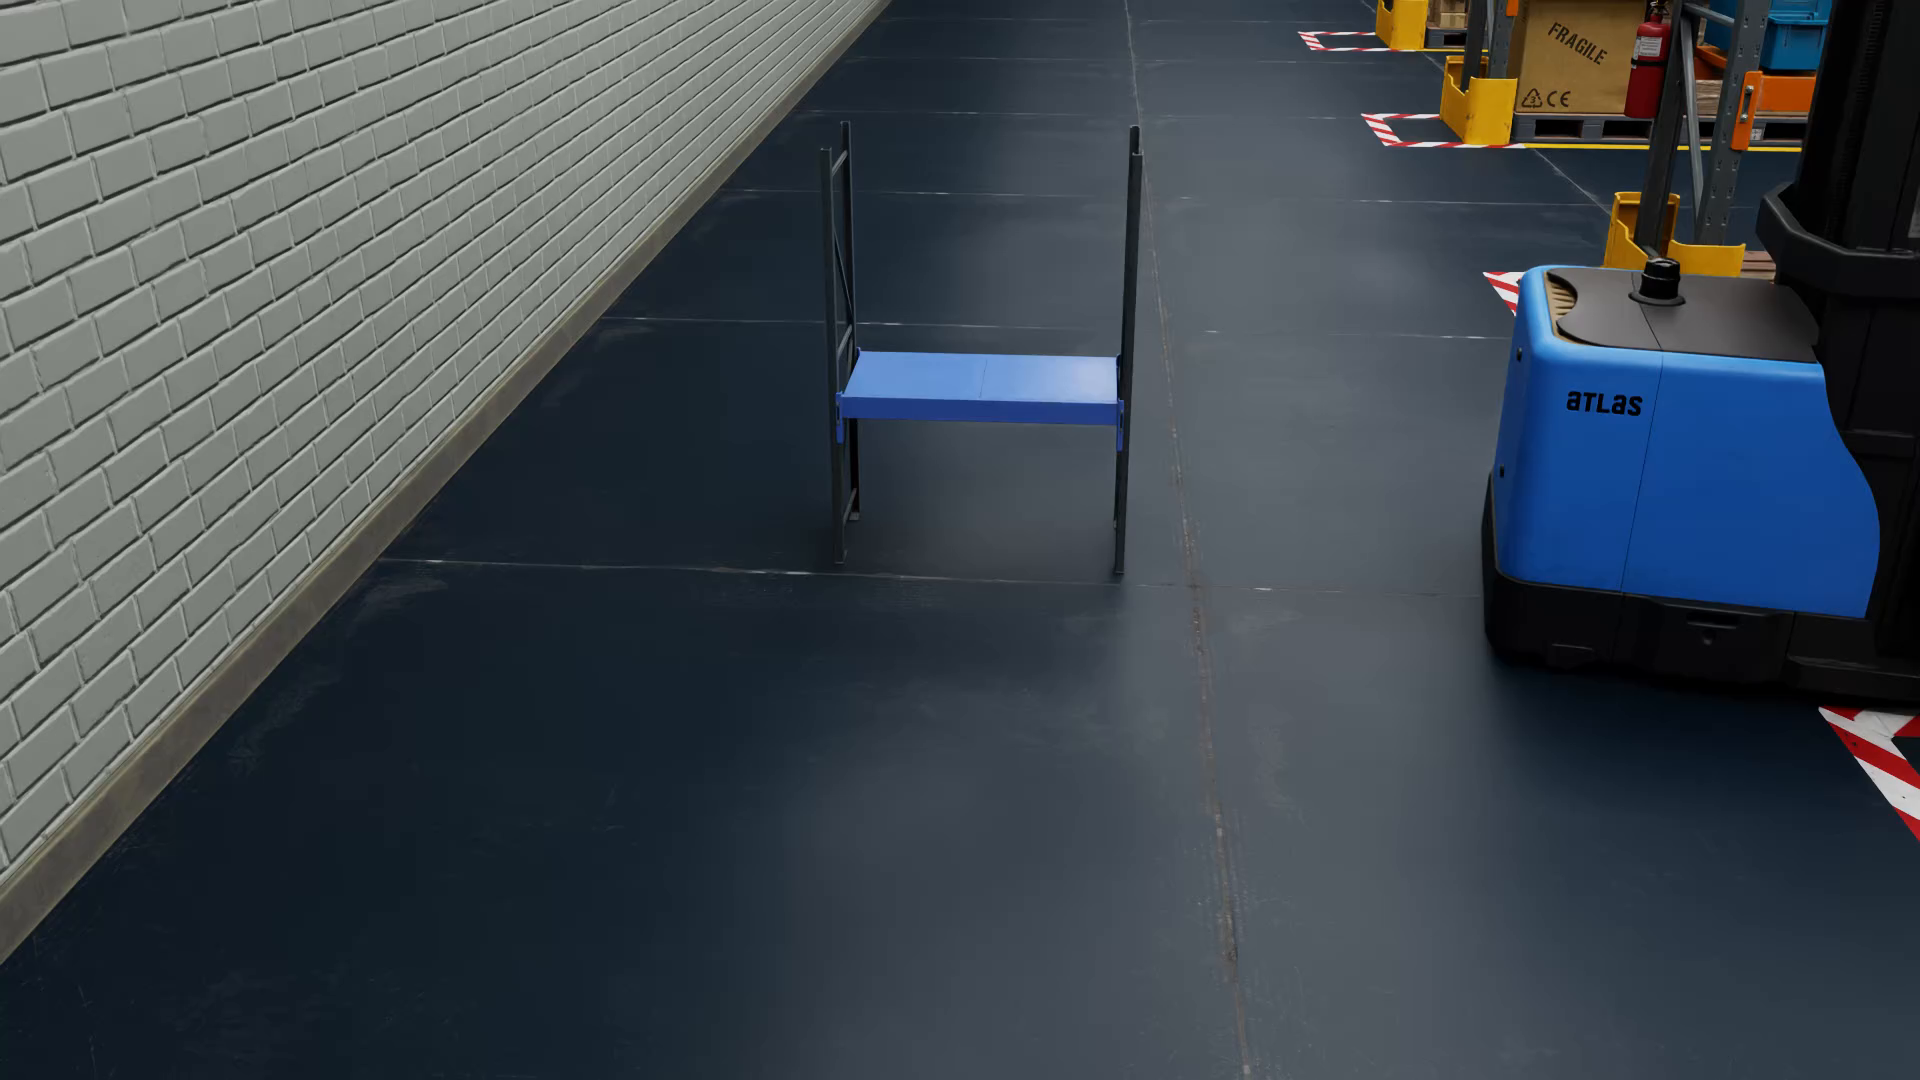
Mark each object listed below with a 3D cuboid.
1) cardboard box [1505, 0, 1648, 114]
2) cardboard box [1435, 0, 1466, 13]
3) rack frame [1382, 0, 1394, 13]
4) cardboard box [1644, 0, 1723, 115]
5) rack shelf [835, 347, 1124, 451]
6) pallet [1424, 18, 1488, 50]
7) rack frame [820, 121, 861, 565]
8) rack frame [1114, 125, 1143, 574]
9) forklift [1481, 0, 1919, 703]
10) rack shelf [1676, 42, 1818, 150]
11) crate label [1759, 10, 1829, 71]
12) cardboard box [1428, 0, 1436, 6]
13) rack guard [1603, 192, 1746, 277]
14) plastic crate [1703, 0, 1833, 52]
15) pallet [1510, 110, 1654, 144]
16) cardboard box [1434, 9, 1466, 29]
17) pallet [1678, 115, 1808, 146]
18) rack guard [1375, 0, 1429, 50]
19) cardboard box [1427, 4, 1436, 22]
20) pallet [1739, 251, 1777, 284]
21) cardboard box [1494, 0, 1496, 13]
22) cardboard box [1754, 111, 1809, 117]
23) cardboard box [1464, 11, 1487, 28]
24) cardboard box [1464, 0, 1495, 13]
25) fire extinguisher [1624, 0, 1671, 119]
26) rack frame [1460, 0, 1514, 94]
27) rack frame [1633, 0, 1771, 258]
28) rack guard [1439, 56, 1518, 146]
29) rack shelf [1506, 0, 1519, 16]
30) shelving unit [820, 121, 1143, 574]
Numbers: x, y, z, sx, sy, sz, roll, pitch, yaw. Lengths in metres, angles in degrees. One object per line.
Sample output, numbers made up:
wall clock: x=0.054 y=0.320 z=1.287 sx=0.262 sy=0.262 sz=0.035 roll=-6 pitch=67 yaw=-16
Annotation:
cardboard box: x=4.812 y=-3.909 z=13.196 sx=0.875 sy=0.875 sz=0.875 roll=2 pitch=25 yaw=4
cardboard box: x=5.151 y=-5.641 z=17.474 sx=0.250 sy=0.149 sz=0.380 roll=3 pitch=25 yaw=6
rack frame: x=4.648 y=-6.734 z=17.297 sx=0.127 sy=3.000 sz=1.000 roll=2 pitch=25 yaw=4
cardboard box: x=5.719 y=-3.880 z=13.132 sx=0.875 sy=0.875 sz=0.875 roll=2 pitch=25 yaw=4
rack shelf: x=0.085 y=-0.515 z=6.006 sx=1.000 sy=0.185 sz=0.538 roll=2 pitch=25 yaw=4
pallet: x=5.531 y=-5.424 z=17.786 sx=1.213 sy=0.211 sz=1.003 roll=2 pitch=25 yaw=4
rack frame: x=-0.422 y=-0.695 z=5.966 sx=0.032 sy=1.500 sz=0.500 roll=2 pitch=25 yaw=4
rack frame: x=0.592 y=-0.662 z=5.895 sx=0.032 sy=1.500 sz=0.500 roll=2 pitch=25 yaw=4
forklift: x=3.285 y=-0.969 z=4.850 sx=3.031 sy=2.935 sz=1.130 roll=6 pitch=25 yaw=14
rack shelf: x=5.783 y=-2.215 z=8.336 sx=4.000 sy=0.370 sz=1.077 roll=2 pitch=25 yaw=4
crate label: x=4.010 y=-2.412 z=8.032 sx=0.303 sy=0.233 sz=0.416 roll=2 pitch=25 yaw=4
cardboard box: x=5.196 y=-5.867 z=17.965 sx=0.250 sy=0.149 sz=0.380 roll=1 pitch=25 yaw=3
rack guard: x=3.764 y=-1.466 z=8.837 sx=0.348 sy=0.500 sz=1.175 roll=2 pitch=25 yaw=4
plastic crate: x=4.137 y=-2.716 z=8.451 sx=0.499 sy=0.435 sz=0.616 roll=2 pitch=25 yaw=4
pallet: x=4.971 y=-3.410 z=13.409 sx=1.213 sy=0.211 sz=1.003 roll=2 pitch=25 yaw=4
cardboard box: x=5.146 y=-5.480 z=17.479 sx=0.250 sy=0.149 sz=0.380 roll=2 pitch=25 yaw=5
pallet: x=6.184 y=-3.370 z=13.322 sx=1.213 sy=0.211 sz=1.003 roll=2 pitch=25 yaw=4
rack guard: x=4.724 y=-5.596 z=17.814 sx=0.348 sy=0.500 sz=1.175 roll=2 pitch=25 yaw=4
cardboard box: x=5.189 y=-5.700 z=17.957 sx=0.250 sy=0.149 sz=0.380 roll=2 pitch=25 yaw=5
pallet: x=4.608 y=-1.297 z=8.815 sx=1.213 sy=0.211 sz=1.003 roll=2 pitch=25 yaw=4
cardboard box: x=5.671 y=-5.638 z=17.467 sx=0.250 sy=0.149 sz=0.380 roll=2 pitch=25 yaw=5
cardboard box: x=6.607 y=-3.851 z=13.070 sx=0.875 sy=0.875 sz=0.875 roll=2 pitch=25 yaw=4
cardboard box: x=5.414 y=-5.506 z=17.535 sx=0.250 sy=0.149 sz=0.380 roll=2 pitch=25 yaw=4
cardboard box: x=5.420 y=-5.609 z=17.404 sx=0.250 sy=0.149 sz=0.380 roll=2 pitch=25 yaw=4
fire extinguisher: x=3.673 y=-2.596 z=8.841 sx=0.183 sy=0.674 sz=0.296 roll=2 pitch=25 yaw=4
rack frame: x=4.168 y=-4.670 z=12.811 sx=0.127 sy=3.000 sz=1.000 roll=2 pitch=25 yaw=4
rack frame: x=3.789 y=-2.606 z=8.325 sx=0.127 sy=3.000 sz=1.000 roll=2 pitch=25 yaw=4
rack guard: x=4.144 y=-3.536 z=13.335 sx=0.348 sy=0.500 sz=1.175 roll=2 pitch=25 yaw=4
rack shelf: x=6.162 y=-4.279 z=12.823 sx=4.000 sy=0.370 sz=1.077 roll=2 pitch=25 yaw=4
shelving unit: x=0.085 y=-0.679 z=5.931 sx=1.048 sy=1.500 sz=0.538 roll=2 pitch=25 yaw=4
